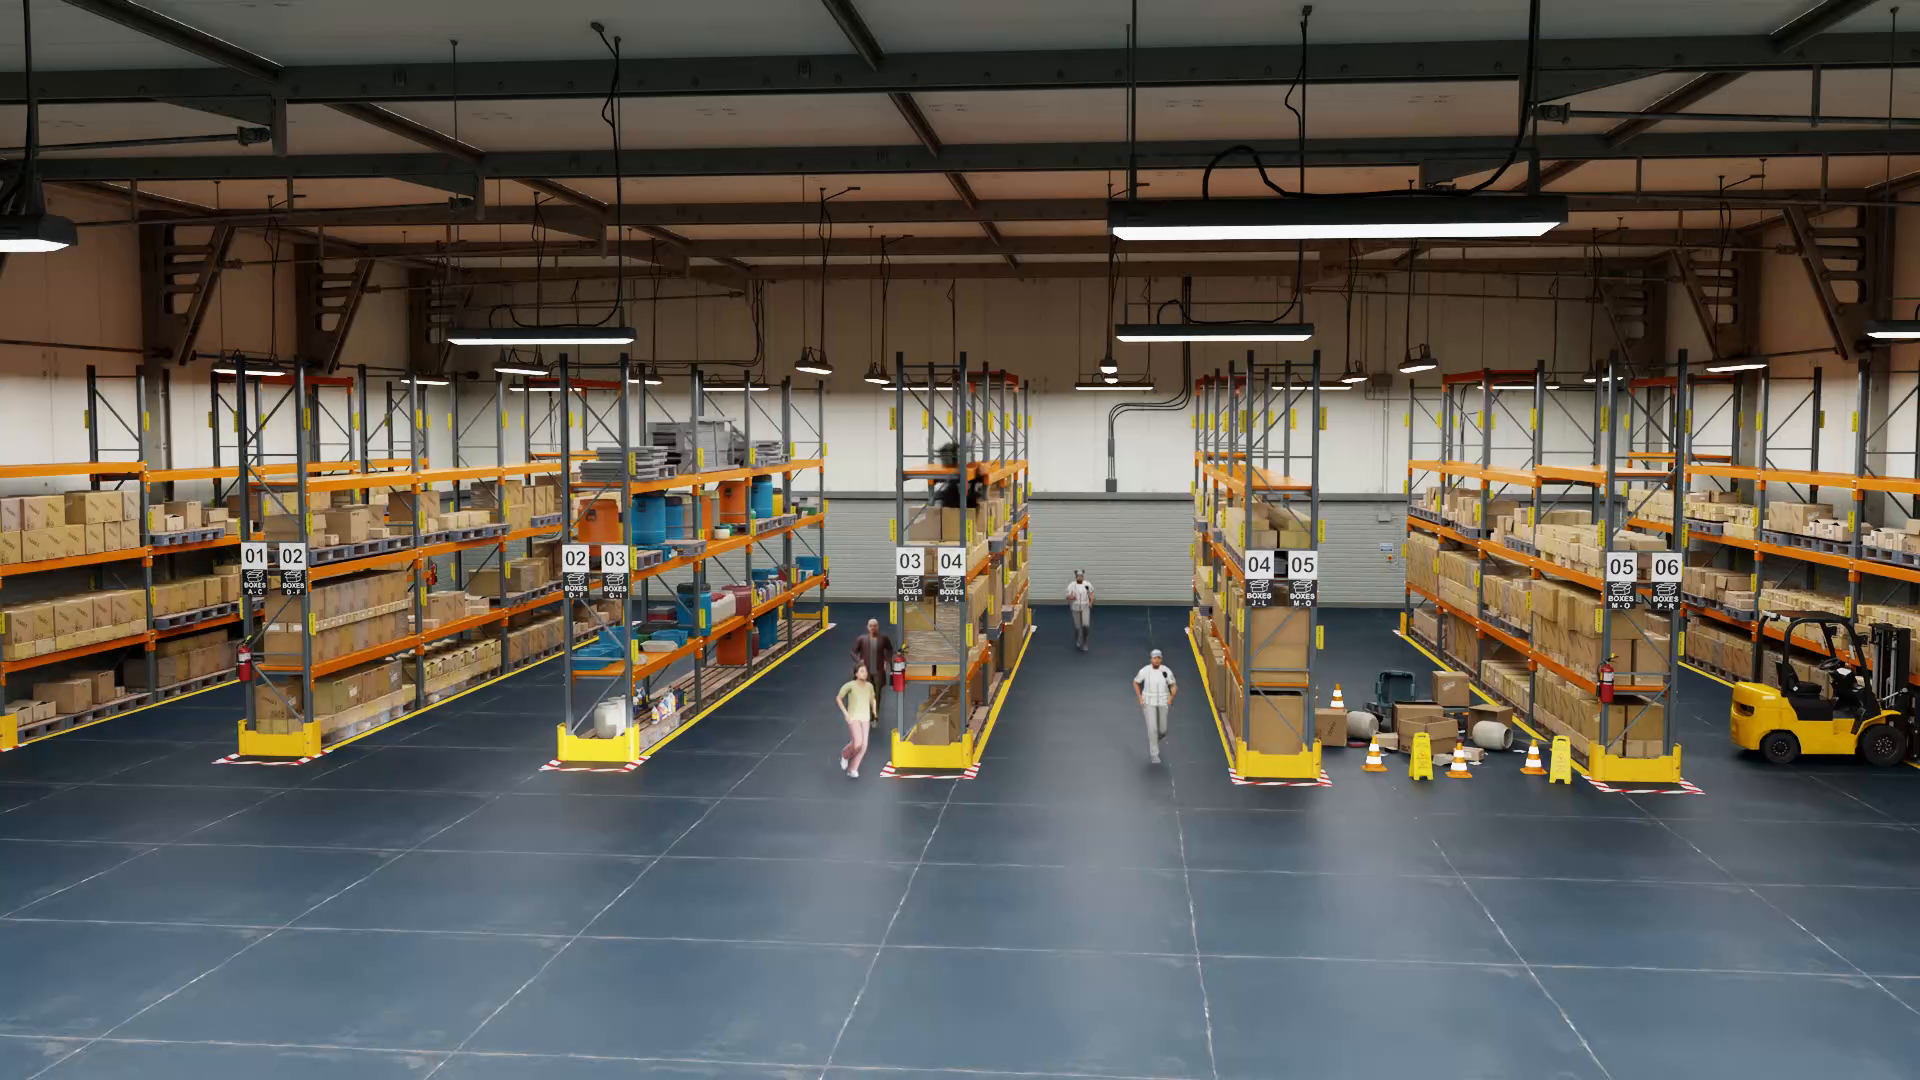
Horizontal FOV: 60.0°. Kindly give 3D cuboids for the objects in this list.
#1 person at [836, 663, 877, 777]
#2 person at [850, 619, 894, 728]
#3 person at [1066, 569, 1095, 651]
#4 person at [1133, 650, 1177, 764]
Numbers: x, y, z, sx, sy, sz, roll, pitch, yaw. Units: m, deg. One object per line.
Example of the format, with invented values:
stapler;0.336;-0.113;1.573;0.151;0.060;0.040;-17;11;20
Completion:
person;-1.425;2.537;23.472;0.584;1.610;0.532;-2;5;-31
person;-1.436;2.171;27.333;0.720;1.751;0.920;0;4;-7
person;2.634;1.546;36.450;0.638;1.839;0.767;0;4;4
person;2.889;2.434;24.649;0.638;1.641;0.796;0;4;-4
